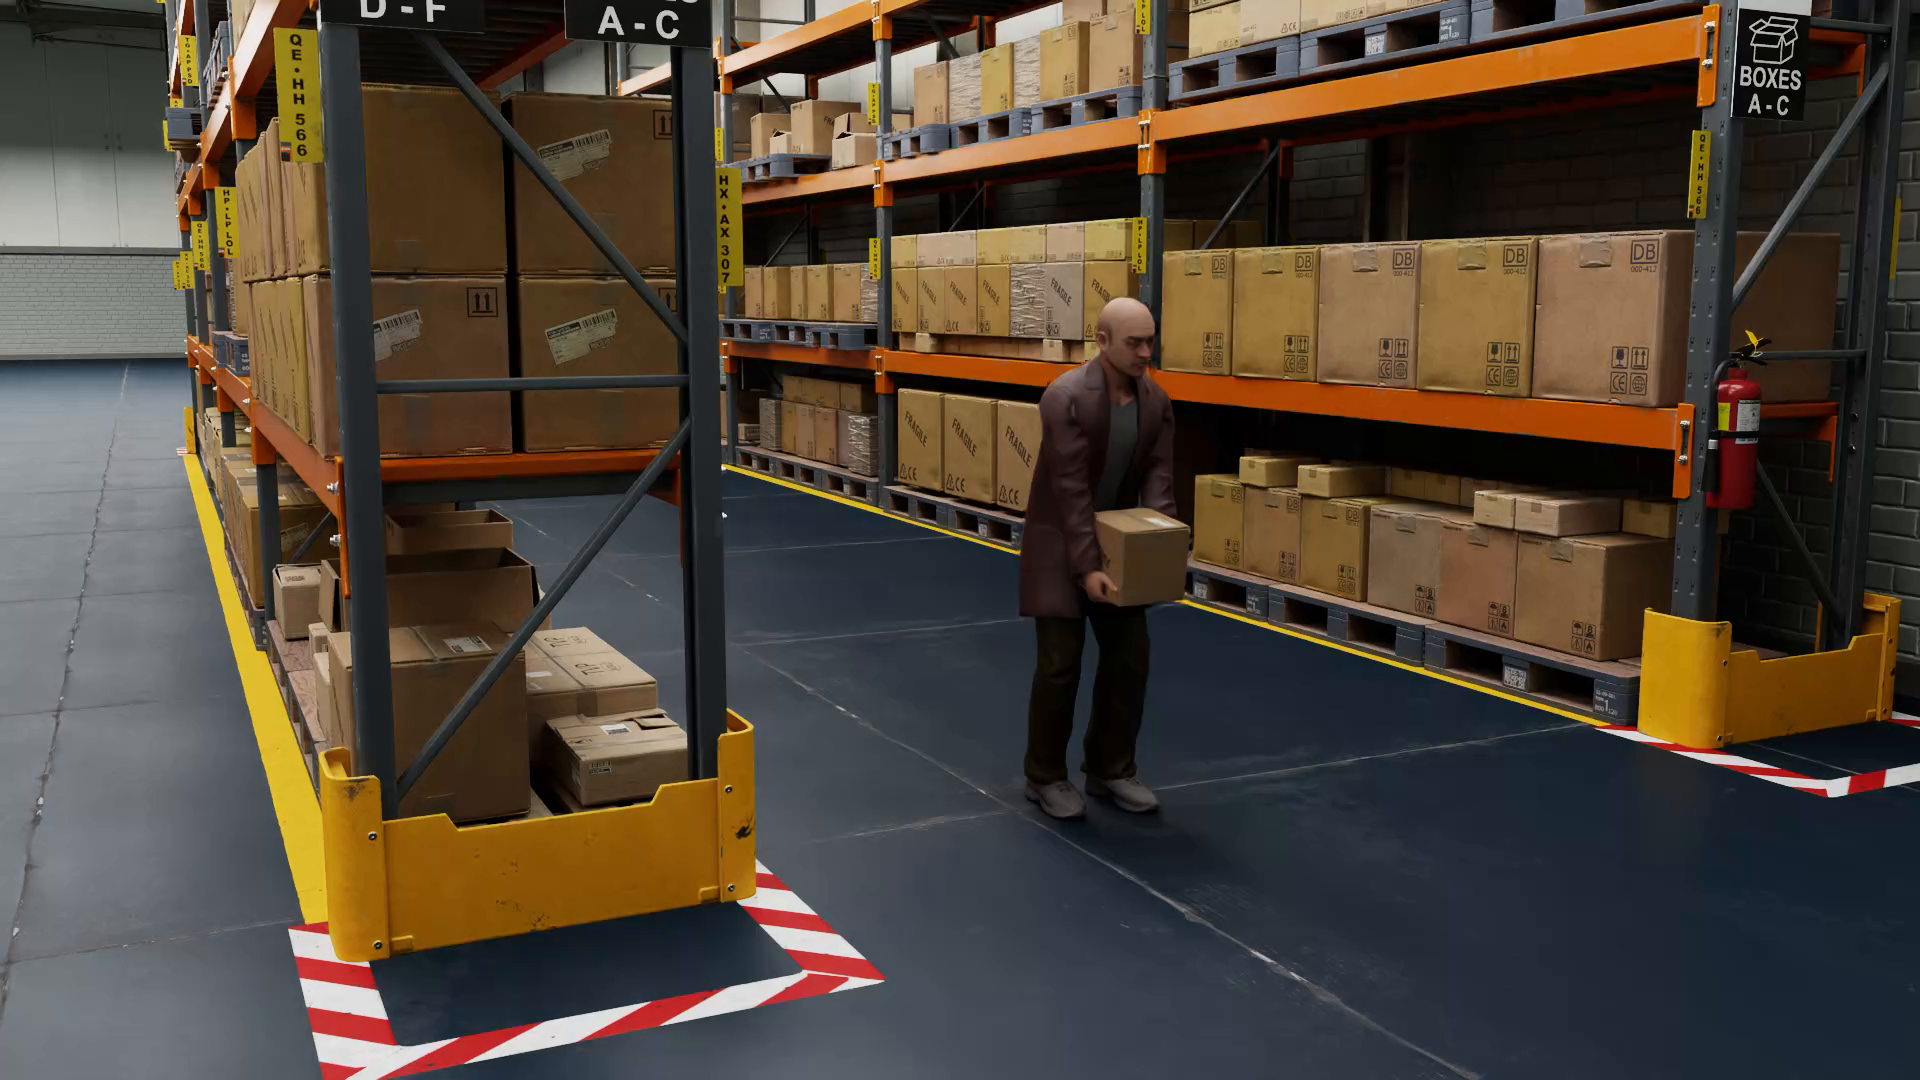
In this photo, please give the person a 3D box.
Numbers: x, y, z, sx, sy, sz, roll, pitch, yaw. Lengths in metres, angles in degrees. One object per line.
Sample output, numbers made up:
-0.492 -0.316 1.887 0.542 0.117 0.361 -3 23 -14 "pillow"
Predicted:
0.475 0.065 5.589 0.528 1.744 0.599 -4 9 -27 "person"
